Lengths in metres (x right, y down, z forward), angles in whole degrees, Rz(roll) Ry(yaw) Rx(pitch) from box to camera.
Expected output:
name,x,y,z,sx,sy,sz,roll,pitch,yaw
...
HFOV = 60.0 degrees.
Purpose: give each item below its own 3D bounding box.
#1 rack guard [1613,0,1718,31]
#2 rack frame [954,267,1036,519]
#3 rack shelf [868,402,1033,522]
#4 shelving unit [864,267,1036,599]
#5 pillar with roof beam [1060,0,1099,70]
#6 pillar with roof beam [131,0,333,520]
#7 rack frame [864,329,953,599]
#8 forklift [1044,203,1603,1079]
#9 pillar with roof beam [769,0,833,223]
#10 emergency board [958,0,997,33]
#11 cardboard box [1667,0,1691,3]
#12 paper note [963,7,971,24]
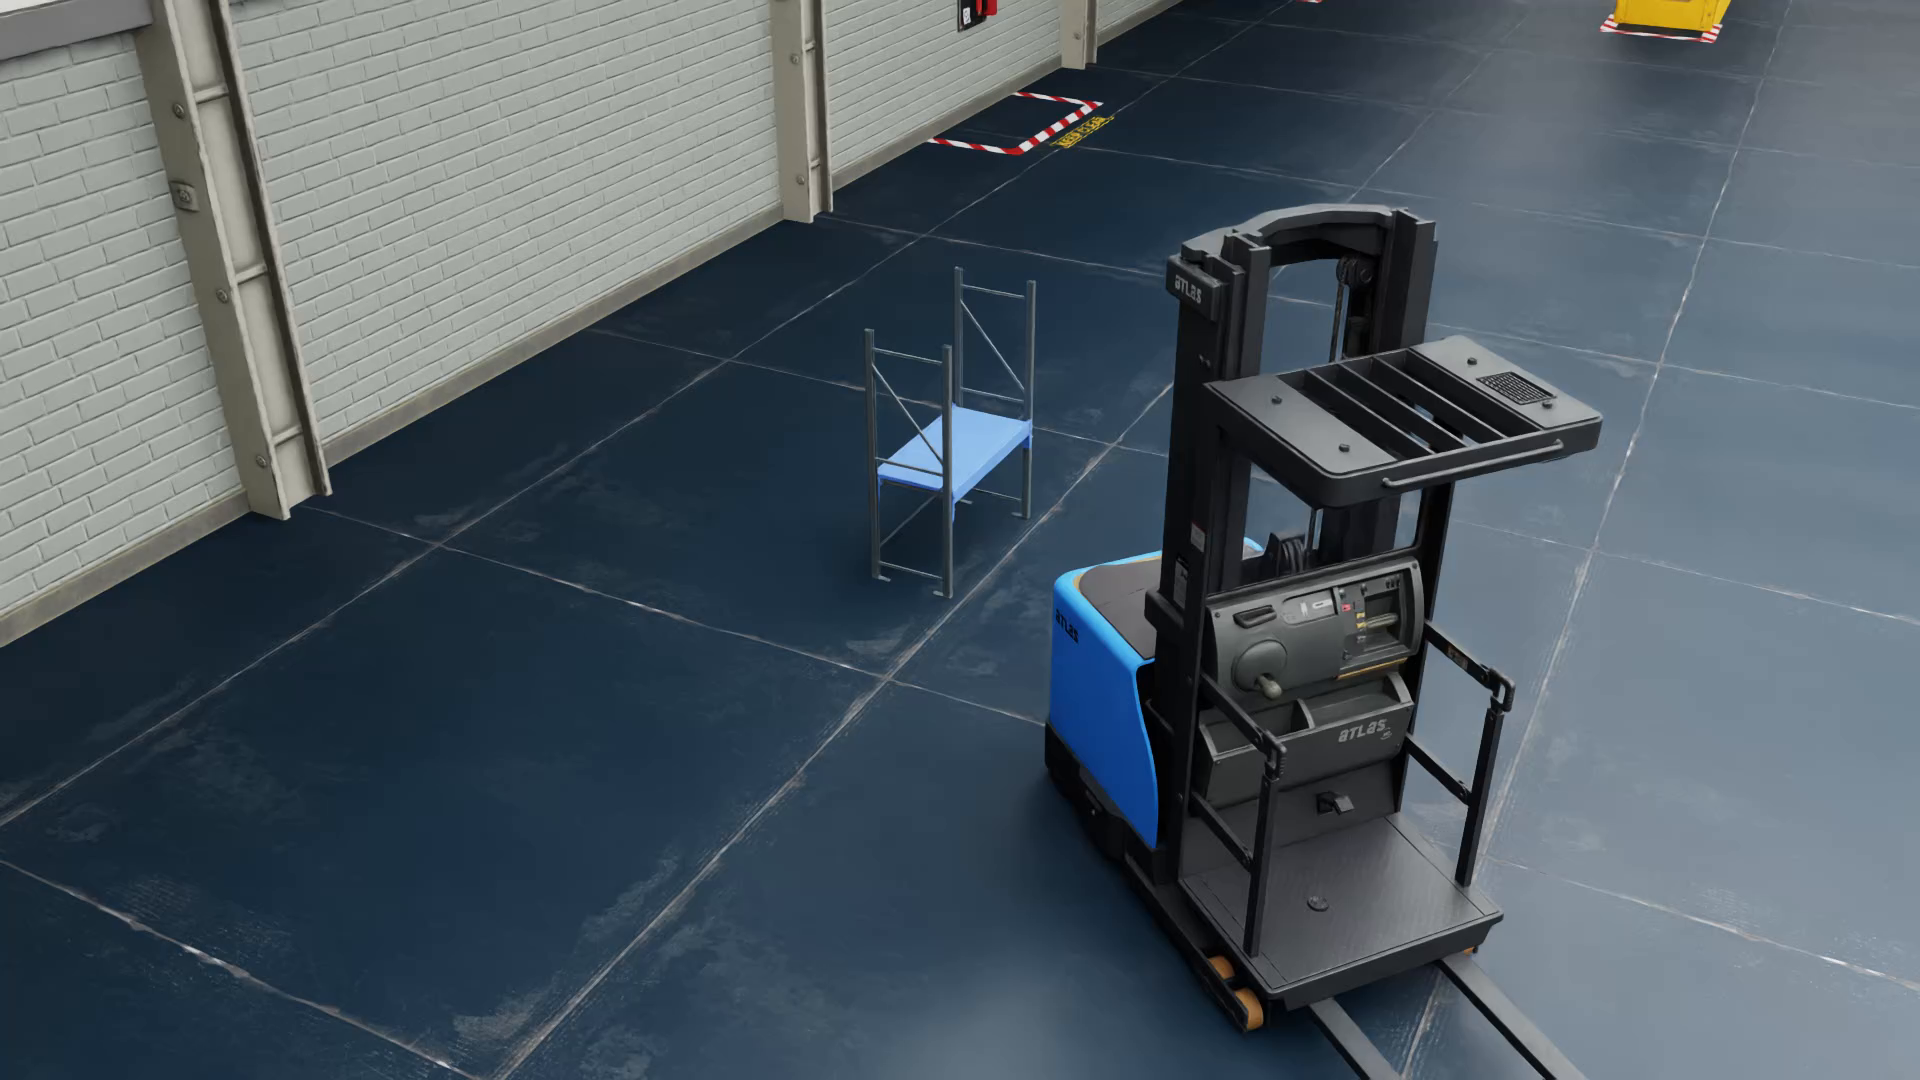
name,x,y,z,sx,sy,sz,roll,pitch,yaw
rack guard,8.959,-6.796,21.082,1.175,0.500,0.348,14,33,23
rack frame,0.193,-0.838,9.703,0.500,1.500,0.032,14,33,23
rack shelf,-0.039,-0.457,9.400,0.538,0.185,1.000,14,33,23
shelving unit,-0.039,-0.613,9.311,0.538,1.500,1.048,14,33,23
pillar with roof beam,5.207,-8.484,15.487,9.100,9.000,0.400,14,33,23
pillar with roof beam,-0.260,-3.164,6.224,9.100,9.000,0.400,14,33,23
rack frame,-0.270,-0.387,8.918,0.500,1.500,0.032,14,33,23
forklift,1.447,0.387,6.133,1.130,2.935,3.031,-12,32,-20
pillar with roof beam,2.473,-5.824,10.856,9.100,9.000,0.400,14,33,23
emergency board,0.215,-5.772,16.789,0.194,1.169,0.643,14,33,23
cardboard box,9.413,-7.067,21.384,0.500,0.250,0.500,14,33,23
paper note,0.072,-5.327,16.899,0.016,0.148,0.142,14,33,23
